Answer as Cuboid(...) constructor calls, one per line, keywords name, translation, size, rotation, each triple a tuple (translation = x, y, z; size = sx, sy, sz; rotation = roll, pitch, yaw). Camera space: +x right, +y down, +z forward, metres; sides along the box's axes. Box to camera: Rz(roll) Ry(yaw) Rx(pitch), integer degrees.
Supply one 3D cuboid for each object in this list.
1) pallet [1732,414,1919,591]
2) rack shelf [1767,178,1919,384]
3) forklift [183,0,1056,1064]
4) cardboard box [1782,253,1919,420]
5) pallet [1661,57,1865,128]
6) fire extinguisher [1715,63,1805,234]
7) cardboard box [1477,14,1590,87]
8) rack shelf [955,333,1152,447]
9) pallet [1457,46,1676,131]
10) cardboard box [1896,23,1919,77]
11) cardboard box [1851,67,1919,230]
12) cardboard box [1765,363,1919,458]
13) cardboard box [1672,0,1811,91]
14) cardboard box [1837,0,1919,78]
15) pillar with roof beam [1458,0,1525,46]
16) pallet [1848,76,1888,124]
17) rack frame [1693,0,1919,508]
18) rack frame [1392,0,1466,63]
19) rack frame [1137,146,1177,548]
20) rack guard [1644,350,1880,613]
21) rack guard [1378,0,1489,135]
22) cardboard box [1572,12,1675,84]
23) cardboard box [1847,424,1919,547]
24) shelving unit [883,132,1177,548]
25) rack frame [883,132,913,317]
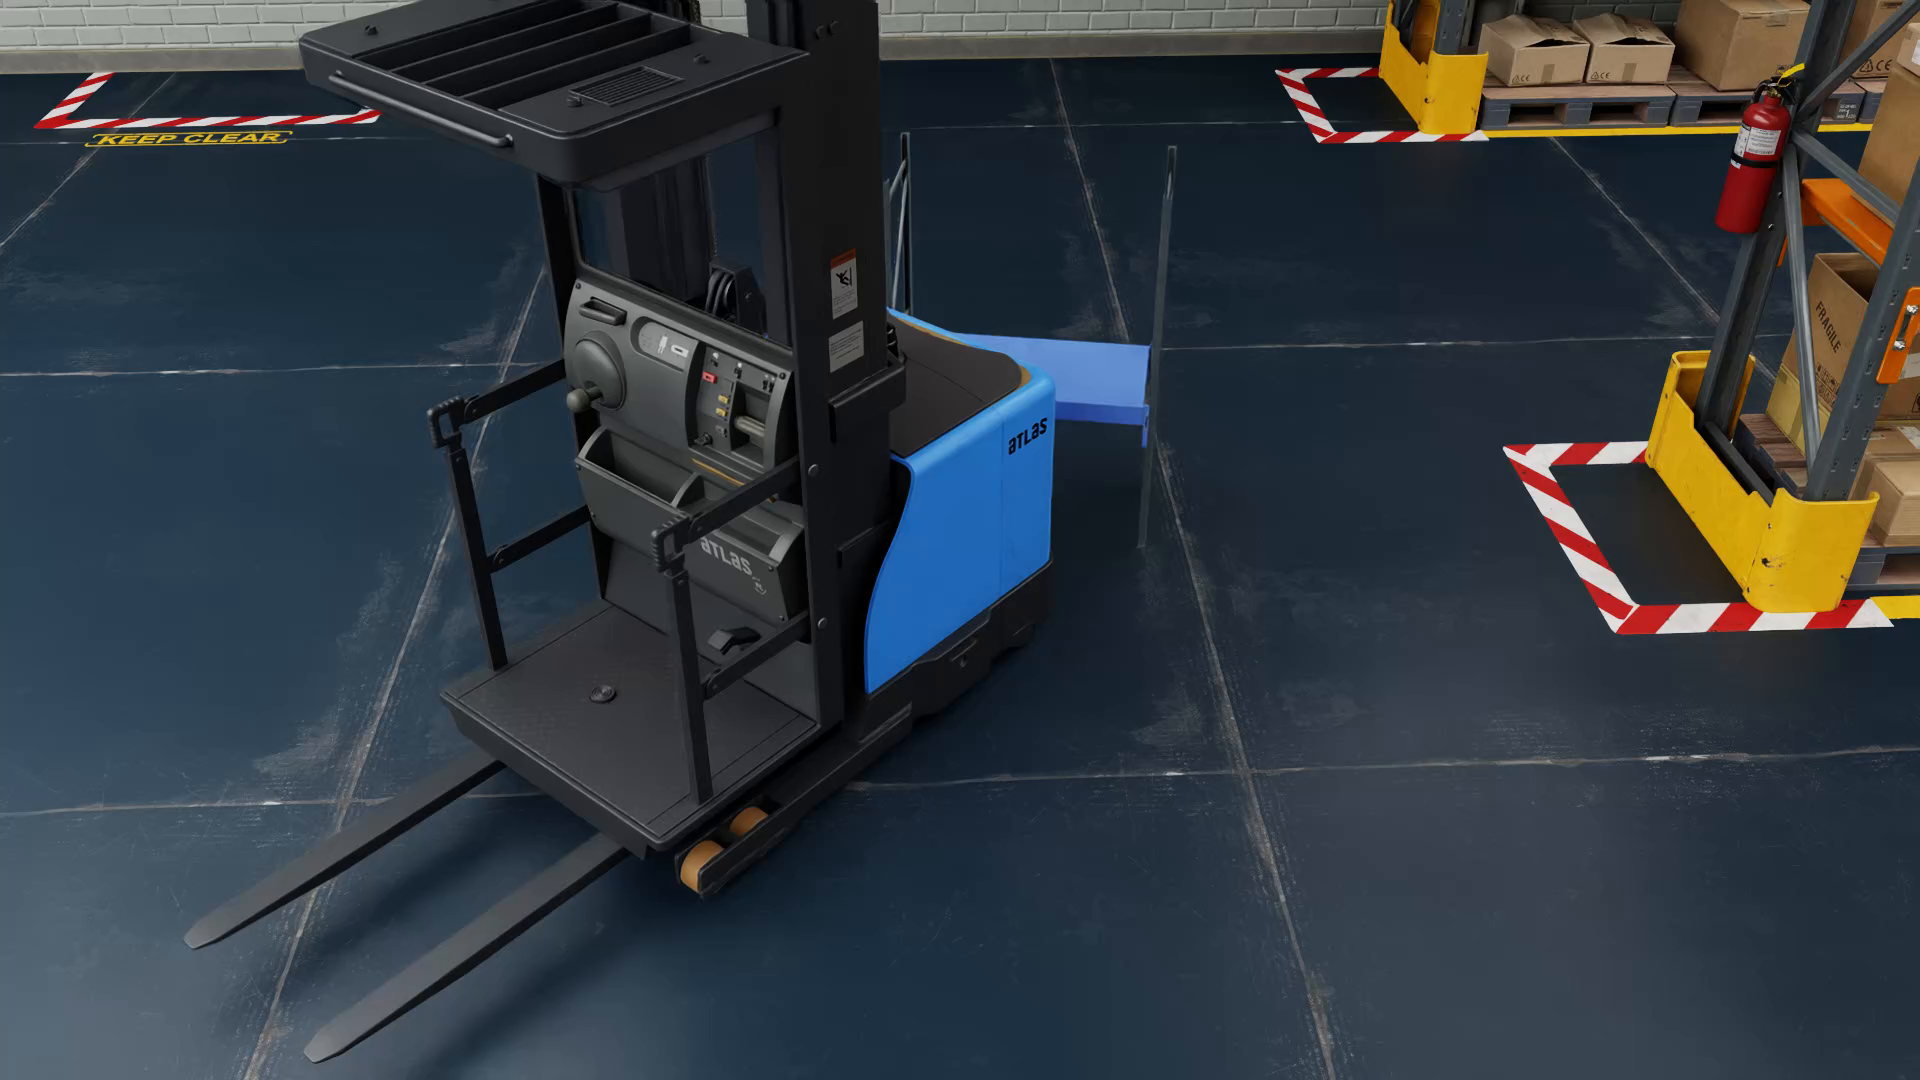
Cuboid(name="pallet", translation=(3.970, -0.188, 6.836), size=(1.213, 0.211, 1.003), rotation=(-2, 35, -2))
Cuboid(name="rack shelf", translation=(5.206, -1.048, 6.261), size=(4.000, 0.370, 1.077), rotation=(-2, 35, -2))
Cuboid(name="forklift", translation=(-0.984, -0.429, 4.794), size=(1.130, 2.935, 3.031), rotation=(25, 42, 32))
Cuboid(name="cardboard box", translation=(3.730, -0.824, 6.693), size=(0.500, 0.500, 0.500), rotation=(-2, 35, -2))
Cuboid(name="pallet", translation=(5.075, -2.994, 10.891), size=(1.213, 0.211, 1.003), rotation=(-2, 35, -2))
Cuboid(name="fire extinguisher", translation=(3.068, -1.519, 6.377), size=(0.183, 0.674, 0.296), rotation=(-2, 35, -2))
Cuboid(name="cardboard box", translation=(3.666, -3.149, 10.640), size=(0.500, 0.311, 0.500), rotation=(-5, 35, -8))
Cuboid(name="rack shelf", translation=(0.262, -0.618, 6.642), size=(1.000, 0.185, 0.538), rotation=(5, 35, 7))
Cuboid(name="pallet", translation=(3.859, -2.963, 10.846), size=(1.213, 0.211, 1.003), rotation=(-2, 35, -2))
Cuboid(name="cardboard box", translation=(3.581, -1.716, 5.937), size=(0.250, 0.149, 0.380), rotation=(-2, 35, -3))
Cuboid(name="cardboard box", translation=(3.675, -1.336, 5.957), size=(0.500, 0.500, 0.700), rotation=(-2, 35, -2))
Cuboid(name="cardboard box", translation=(3.730, -0.514, 6.905), size=(0.500, 0.250, 0.500), rotation=(-2, 35, -2))
Cuboid(name="cardboard box", translation=(4.970, -3.233, 10.596), size=(0.500, 0.500, 0.700), rotation=(-4, 35, -5))
Cuboid(name="cardboard box", translation=(5.931, -3.316, 10.715), size=(0.500, 0.500, 0.500), rotation=(-4, 35, -6))
Cuboid(name="pillar with roof beam", translation=(3.832, -4.636, 5.541), size=(0.400, 9.000, 9.100), rotation=(-2, 35, -2))
Cuboid(name="pallet", translation=(6.297, -3.029, 10.941), size=(1.213, 0.211, 1.003), rotation=(-2, 35, -2))
Cuboid(name="rack frame", translation=(3.209, -1.290, 5.978), size=(0.127, 3.000, 1.000), rotation=(-2, 35, -2))
Cuboid(name="rack frame", translation=(2.970, -4.106, 10.047), size=(0.127, 3.000, 1.000), rotation=(-2, 35, -2))
Cuboid(name="rack frame", translation=(0.766, -0.726, 6.482), size=(0.032, 1.500, 0.500), rotation=(5, 35, 7))
Cuboid(name="rack guard", translation=(3.185, -0.261, 6.689), size=(0.348, 0.500, 1.175), rotation=(-2, 35, -2))
Cuboid(name="rack guard", translation=(3.046, -3.080, 10.761), size=(0.348, 0.500, 1.175), rotation=(-2, 35, -2))
Cuboid(name="cardboard box", translation=(4.235, -3.164, 10.662), size=(0.500, 0.311, 0.500), rotation=(1, 35, 2))
Cuboid(name="cardboard box", translation=(3.755, -0.220, 6.479), size=(0.500, 0.250, 0.500), rotation=(-2, 35, -2))
Cuboid(name="shelving unit", translation=(0.262, -0.766, 6.539), size=(1.048, 1.500, 0.538), rotation=(5, 35, 7))
Cuboid(name="rack frame", translation=(-0.241, -0.806, 6.597), size=(0.032, 1.500, 0.500), rotation=(5, 35, 7))
